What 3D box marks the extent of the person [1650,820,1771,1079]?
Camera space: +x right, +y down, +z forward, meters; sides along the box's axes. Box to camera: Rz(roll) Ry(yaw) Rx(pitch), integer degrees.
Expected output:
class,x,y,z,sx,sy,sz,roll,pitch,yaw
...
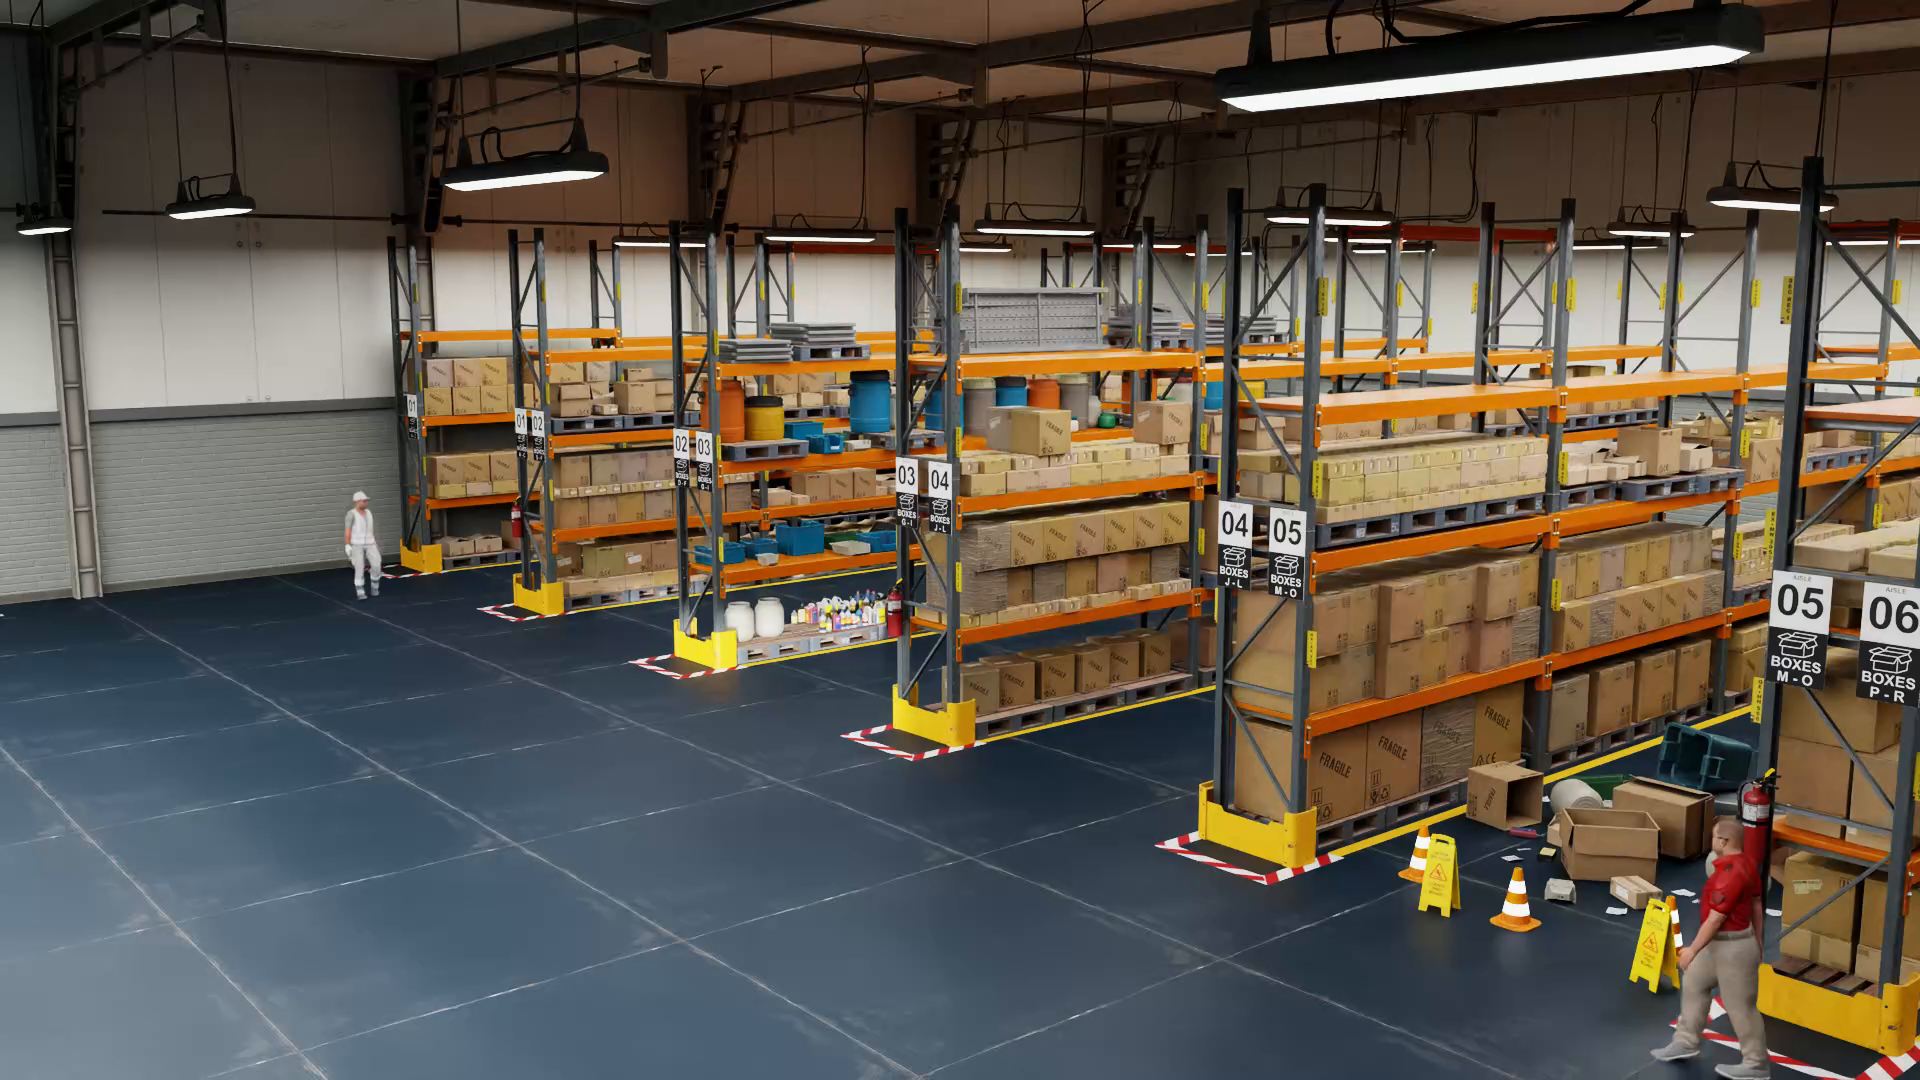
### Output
class,x,y,z,sx,sy,sz,roll,pitch,yaw
person,4.938,2.682,10.835,0.703,1.769,0.518,3,9,18

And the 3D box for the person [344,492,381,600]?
class,x,y,z,sx,sy,sz,roll,pitch,yaw
person,-9.868,0.095,27.384,0.588,1.786,0.437,-7,11,-40
